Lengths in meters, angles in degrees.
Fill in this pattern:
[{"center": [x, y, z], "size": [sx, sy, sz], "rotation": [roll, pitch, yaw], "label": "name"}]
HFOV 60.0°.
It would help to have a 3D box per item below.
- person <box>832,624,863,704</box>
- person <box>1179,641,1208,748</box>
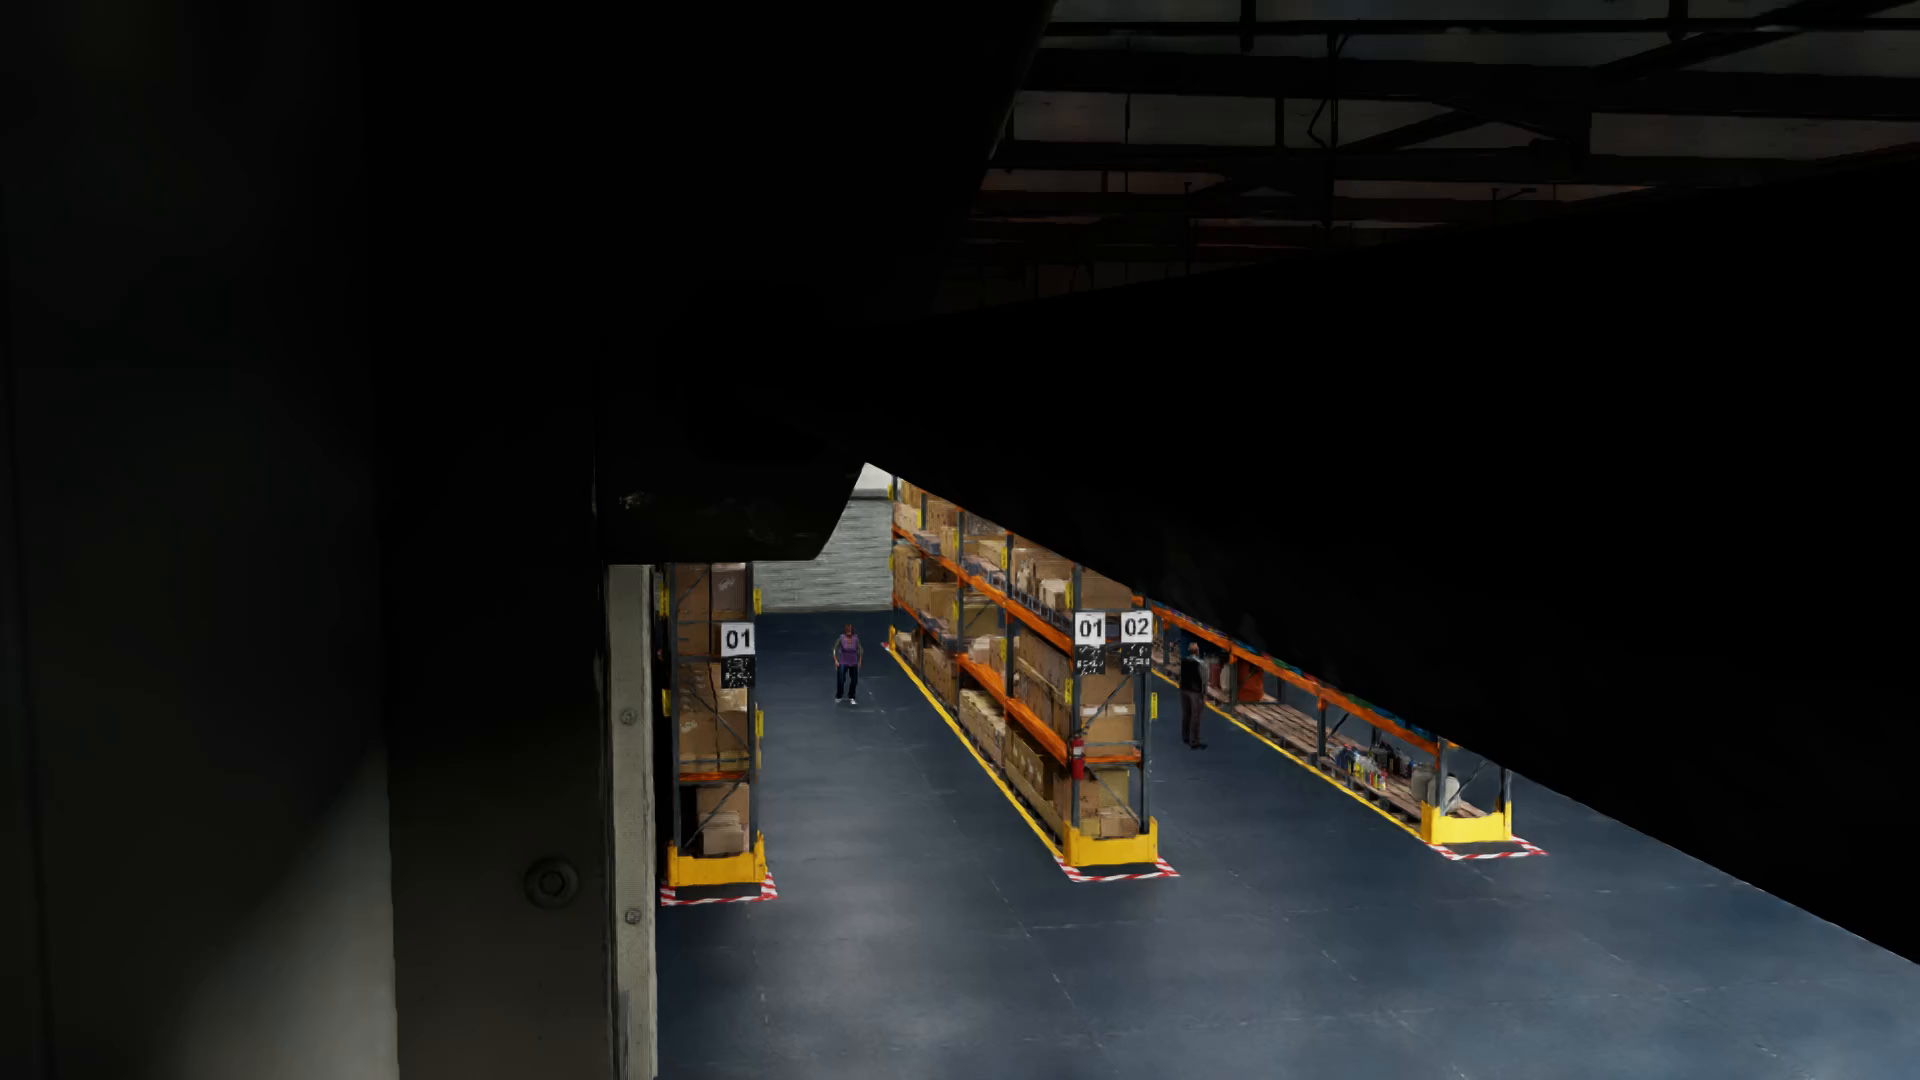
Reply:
[{"center": [-2.069, 2.273, 30.541], "size": [0.566, 1.541, 0.519], "rotation": [-1, 6, -13], "label": "person"}, {"center": [3.854, 2.525, 27.288], "size": [0.450, 1.703, 0.584], "rotation": [-5, 8, -40], "label": "person"}]
